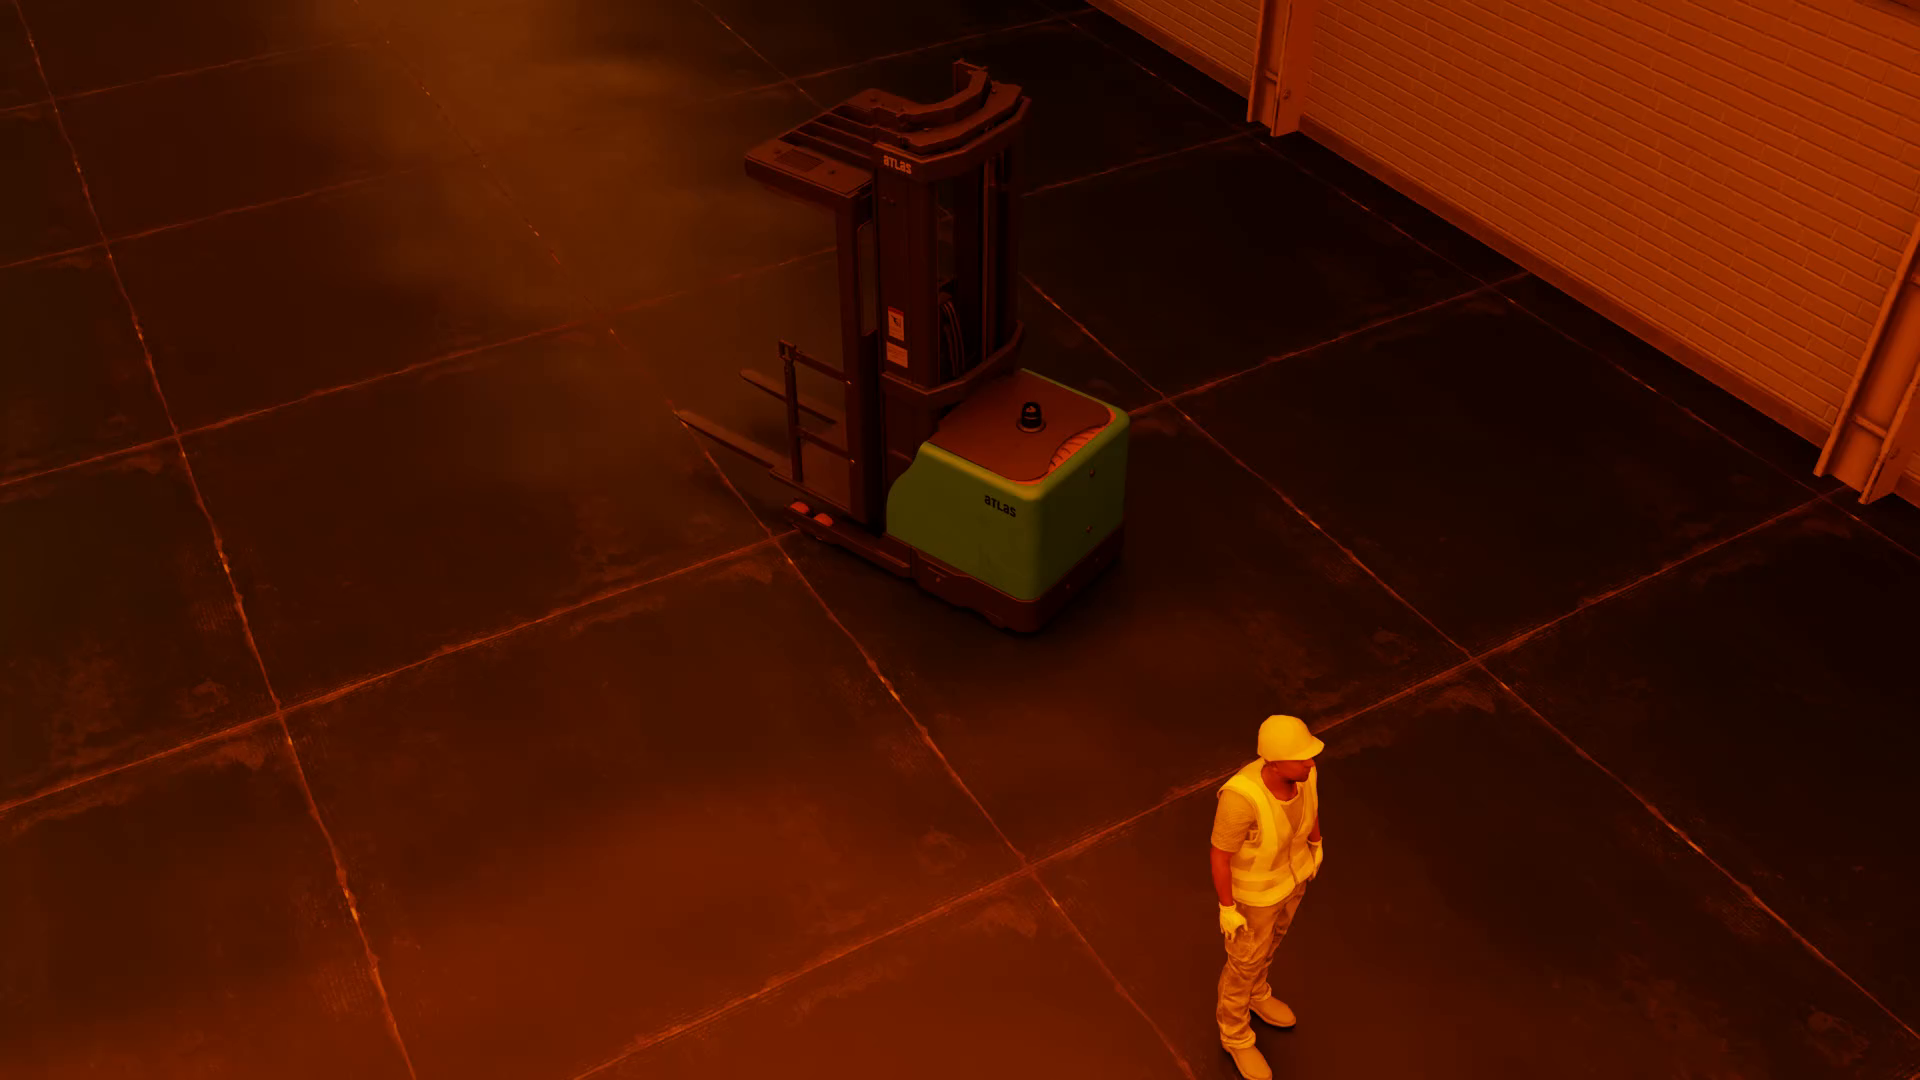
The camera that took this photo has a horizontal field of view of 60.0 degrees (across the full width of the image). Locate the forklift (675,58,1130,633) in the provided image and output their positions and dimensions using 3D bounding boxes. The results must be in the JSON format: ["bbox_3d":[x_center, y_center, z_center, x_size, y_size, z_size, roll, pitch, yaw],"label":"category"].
[{"bbox_3d":[-0.481,-1.366,9.683,3.031,2.935,1.130,26,46,28],"label":"forklift"}]

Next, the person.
[{"bbox_3d":[1.371,1.495,7.125,0.656,1.779,0.575,-31,49,-32],"label":"person"}]
